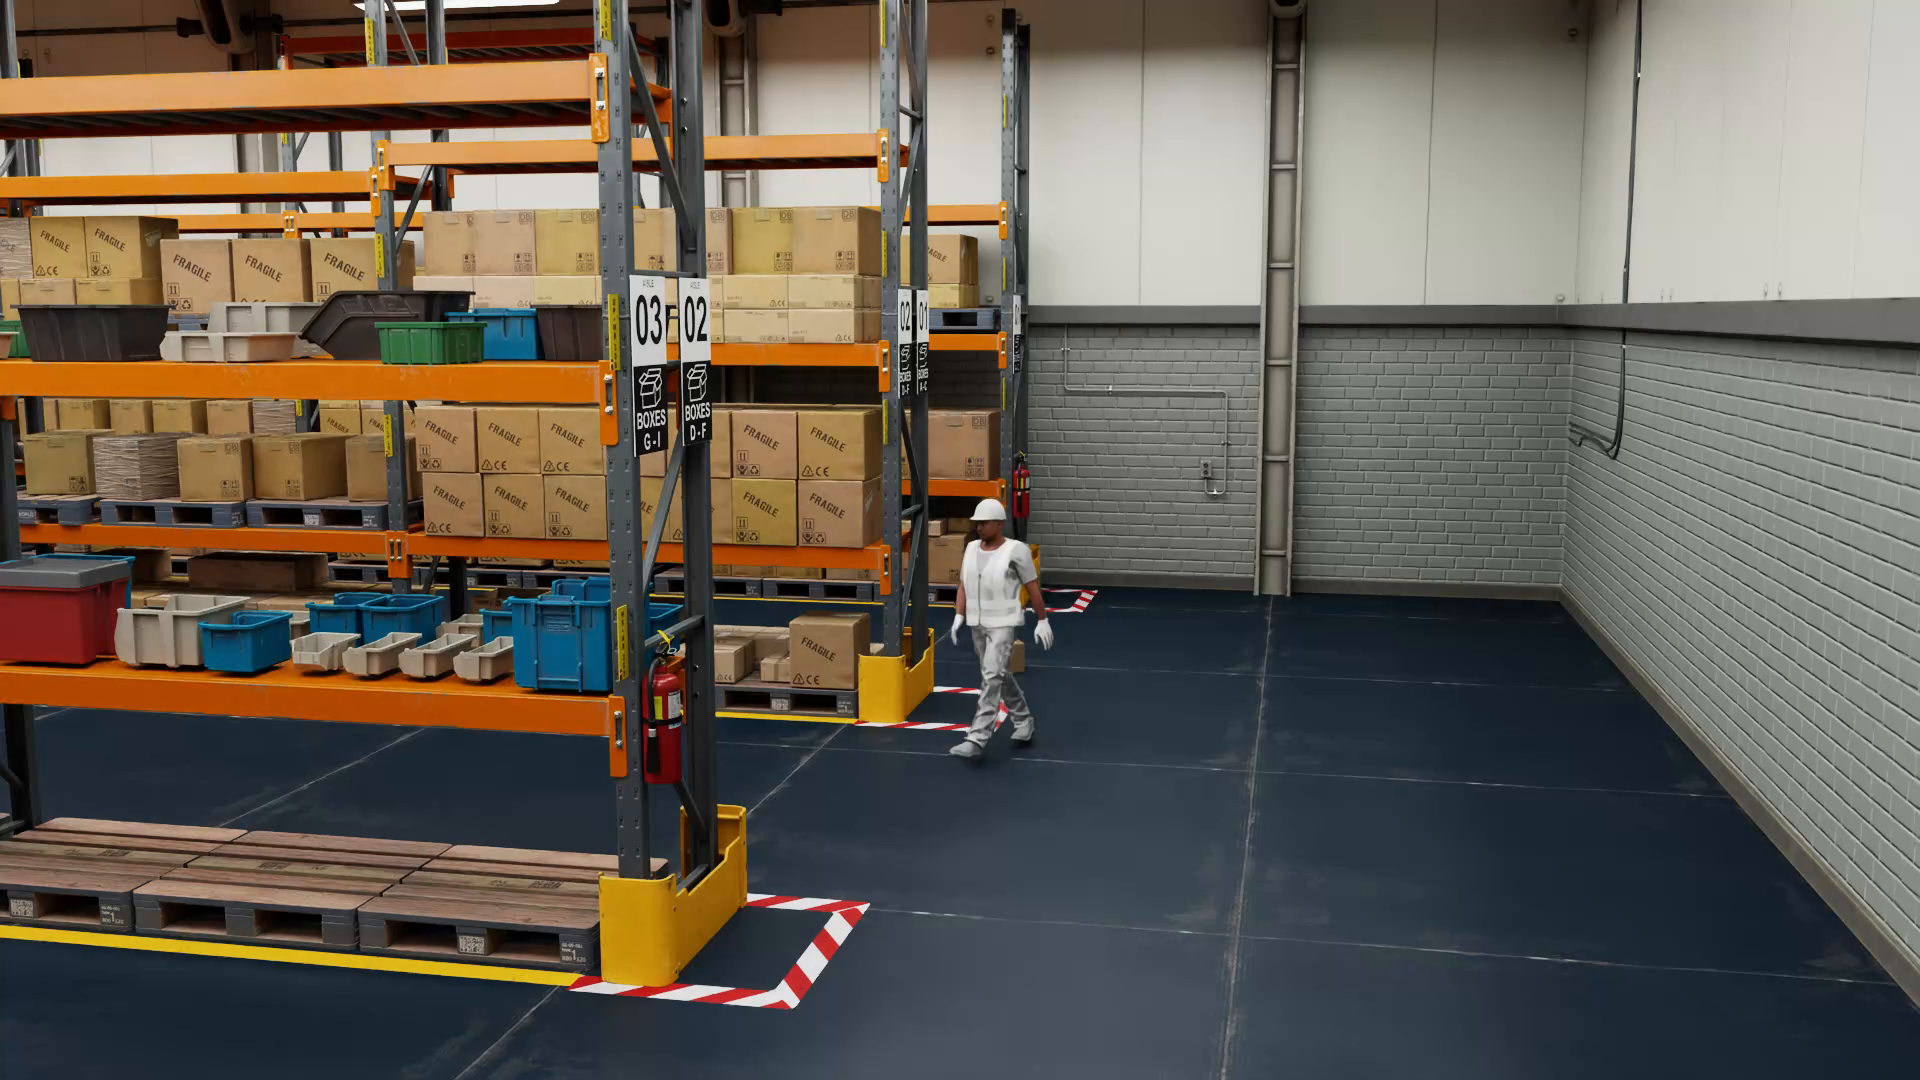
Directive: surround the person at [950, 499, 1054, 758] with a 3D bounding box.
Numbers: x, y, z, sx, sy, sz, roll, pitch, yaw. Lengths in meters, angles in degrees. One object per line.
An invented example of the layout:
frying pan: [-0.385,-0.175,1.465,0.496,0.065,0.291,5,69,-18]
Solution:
person: [0.206,0.590,11.406,0.646,1.730,0.977,7,10,41]
